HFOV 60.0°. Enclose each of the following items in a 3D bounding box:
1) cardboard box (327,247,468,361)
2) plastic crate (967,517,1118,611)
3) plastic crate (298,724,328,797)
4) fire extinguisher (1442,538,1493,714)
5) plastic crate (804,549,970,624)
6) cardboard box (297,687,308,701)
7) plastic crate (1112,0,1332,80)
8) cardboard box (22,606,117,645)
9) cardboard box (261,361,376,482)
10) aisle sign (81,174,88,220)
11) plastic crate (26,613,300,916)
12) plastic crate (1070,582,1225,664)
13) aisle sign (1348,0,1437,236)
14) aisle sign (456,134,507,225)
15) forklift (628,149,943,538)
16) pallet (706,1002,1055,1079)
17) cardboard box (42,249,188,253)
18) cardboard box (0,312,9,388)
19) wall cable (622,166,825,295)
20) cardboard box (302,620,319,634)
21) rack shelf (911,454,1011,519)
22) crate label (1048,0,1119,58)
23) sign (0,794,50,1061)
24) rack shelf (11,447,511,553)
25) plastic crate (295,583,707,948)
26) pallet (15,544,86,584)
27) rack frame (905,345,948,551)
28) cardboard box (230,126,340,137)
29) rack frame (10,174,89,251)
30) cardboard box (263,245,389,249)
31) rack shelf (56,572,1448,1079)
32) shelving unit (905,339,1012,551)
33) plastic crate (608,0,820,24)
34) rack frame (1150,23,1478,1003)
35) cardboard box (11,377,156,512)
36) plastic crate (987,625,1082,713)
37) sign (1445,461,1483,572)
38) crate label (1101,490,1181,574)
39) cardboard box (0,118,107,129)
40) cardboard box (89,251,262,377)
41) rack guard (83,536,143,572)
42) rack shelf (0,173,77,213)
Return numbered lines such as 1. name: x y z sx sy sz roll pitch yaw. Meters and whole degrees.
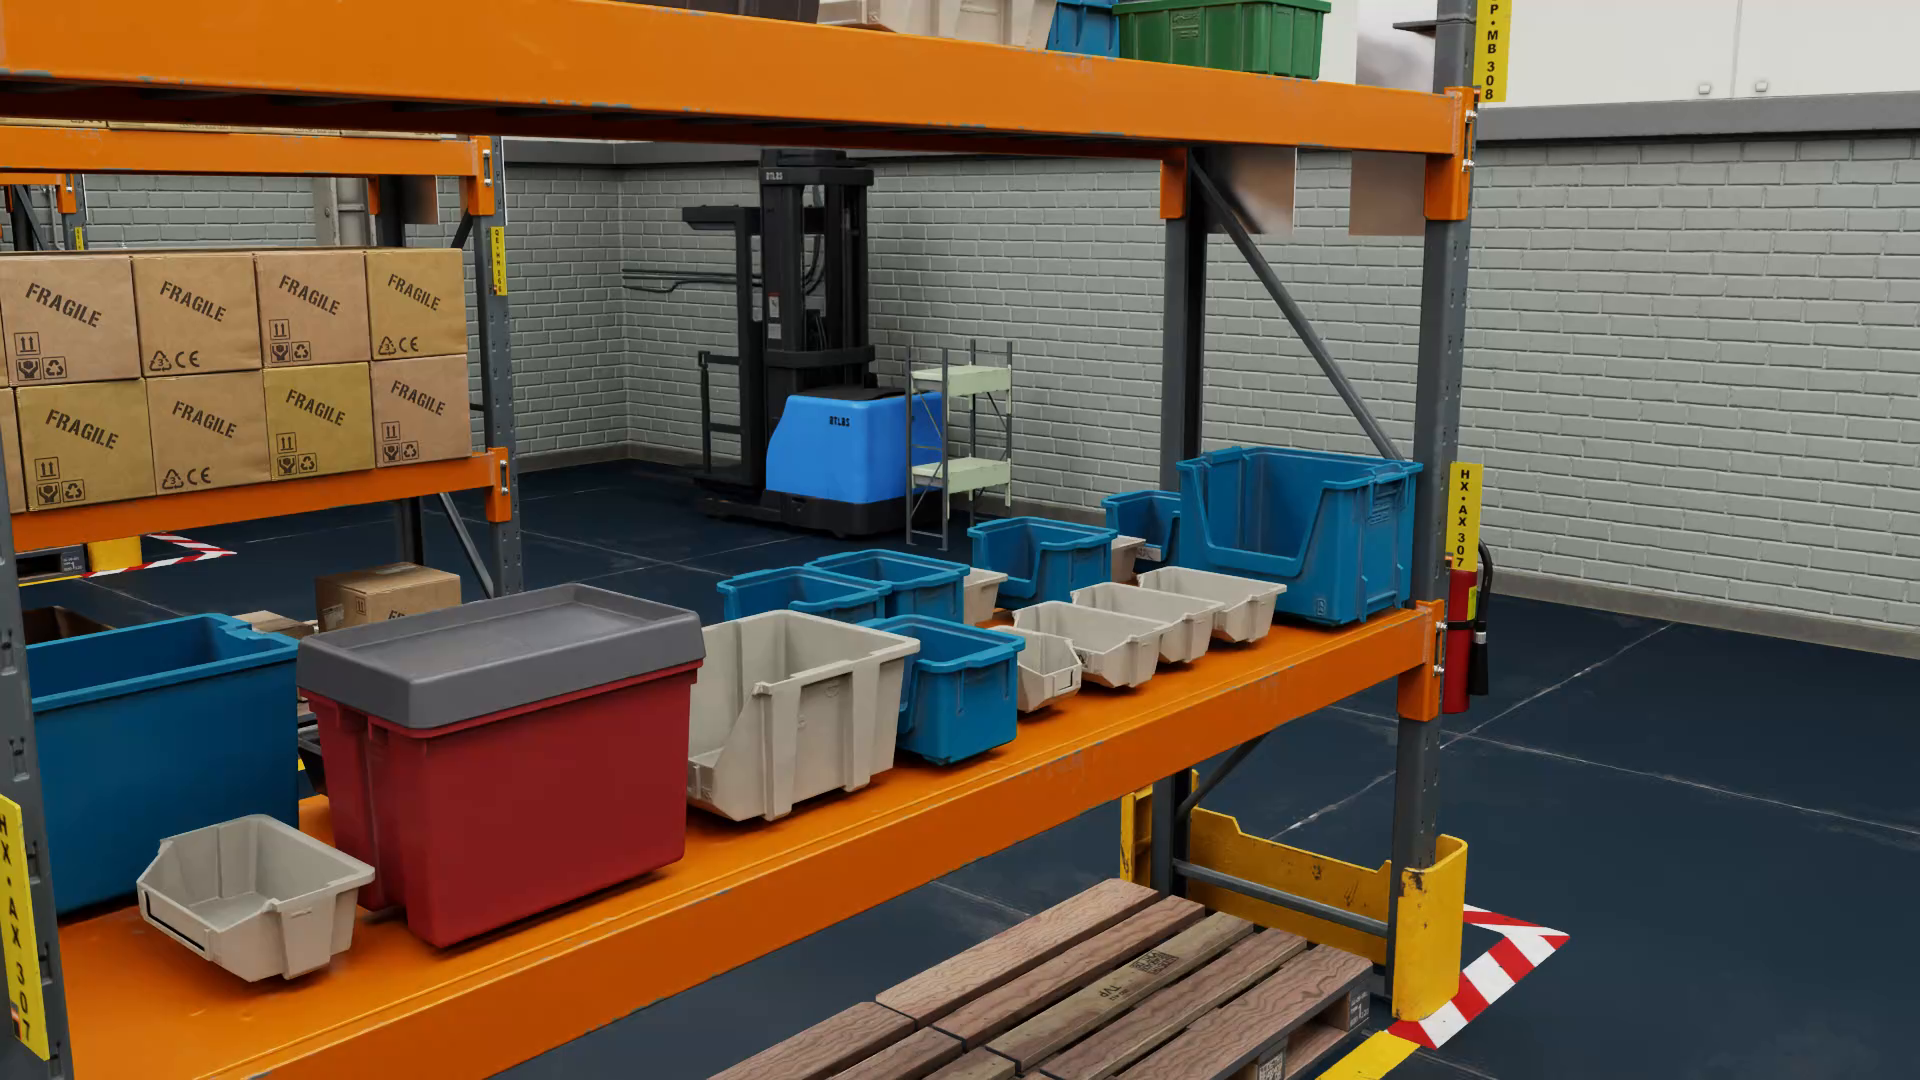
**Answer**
1. cardboard box: -2.719 -1.138 7.941 0.500 0.500 0.500 10 15 40
2. plastic crate: 0.241 0.085 4.902 0.416 0.233 0.300 10 15 40
3. plastic crate: -1.017 0.436 3.419 0.437 0.125 0.590 10 15 40
4. fire extinguisher: 1.527 0.199 5.207 0.296 0.674 0.183 10 15 40
5. plastic crate: -0.193 0.182 4.417 0.416 0.233 0.300 10 15 40
6. cardboard box: -3.141 0.634 7.989 0.380 0.166 0.250 10 15 40
7. plastic crate: 0.650 -1.243 4.161 0.450 0.188 0.336 10 15 40
8. cardboard box: -4.036 0.620 7.197 0.797 0.503 0.637 10 15 40
9. cardboard box: -3.063 -0.571 7.654 0.500 0.500 0.500 10 15 41
10. aisle sign: -6.083 -2.586 11.363 0.394 0.787 0.004 10 15 40
11. plastic crate: -1.502 0.396 2.959 0.392 0.384 0.575 10 15 40
12. plastic crate: 0.482 0.226 4.444 0.396 0.136 0.243 10 15 40
13. aisle sign: 1.354 -1.306 4.954 0.394 0.787 0.004 10 15 40
14. aisle sign: -2.357 -1.945 8.152 0.394 0.787 0.004 10 15 40
15. forklift: -1.538 -1.665 13.565 3.031 2.935 1.130 10 15 40
16. pallet: -0.293 1.604 4.142 1.003 0.211 1.213 10 15 40
17. cardboard box: -3.796 -1.057 7.536 0.500 0.500 0.500 10 15 41
18. cardboard box: -4.070 -0.835 6.424 0.500 0.500 0.500 9 15 39
19. wall cable: -2.354 -3.544 15.410 3.097 2.526 0.112 10 15 40
20. cardboard box: -3.332 0.528 8.519 0.380 0.166 0.250 10 15 40
21. rack shelf: -0.004 -0.415 12.623 0.431 0.370 0.720 10 15 40
22. crate label: 0.235 -1.363 4.596 0.408 0.251 0.502 10 15 40
23. sign: -1.142 0.466 2.015 0.100 0.325 0.005 10 15 40
24. rack shelf: -3.952 -0.052 7.152 1.077 0.370 4.000 10 15 40
25. plastic crate: -0.776 0.370 2.882 0.402 0.464 0.583 10 15 40
26. pallet: -6.825 0.156 11.392 1.003 0.211 1.213 10 15 40
27. rack frame: -0.246 -0.681 12.290 0.400 1.500 0.023 10 15 40
28. cardboard box: -3.111 -1.915 7.365 0.500 0.250 0.500 10 15 40
29. rack frame: -6.356 -1.339 11.759 1.000 3.000 0.127 10 15 40
30. cardboard box: -3.123 -1.208 8.291 0.500 0.500 0.500 10 15 42
31. rack shelf: -0.234 0.589 3.943 1.077 0.370 4.000 10 15 40
32. shelving unit: -0.004 -0.734 12.559 0.431 1.500 0.755 10 15 40
33. plastic crate: -0.528 -1.024 2.856 0.497 0.269 0.590 10 15 40
34. rack frame: 1.086 -0.058 5.346 1.000 3.000 0.127 10 15 40
35. cardboard box: -3.729 -0.424 6.919 0.500 0.500 0.500 9 15 40
36. plastic crate: 0.135 0.316 3.992 0.298 0.136 0.250 10 15 40
37. sign: 1.510 -0.070 4.985 0.100 0.325 0.005 10 15 40
38. crate label: 0.676 -0.012 5.387 0.416 0.233 0.303 10 15 40
39. cardboard box: -3.774 -1.768 6.631 0.500 0.250 0.500 10 15 40
40. cardboard box: -3.391 -0.986 7.184 0.500 0.500 0.500 10 15 42
41. rack guard: -6.340 -0.117 12.021 1.175 0.500 0.348 10 15 40
42. rack shelf: -7.676 -2.163 10.062 1.077 0.370 4.000 10 15 40
